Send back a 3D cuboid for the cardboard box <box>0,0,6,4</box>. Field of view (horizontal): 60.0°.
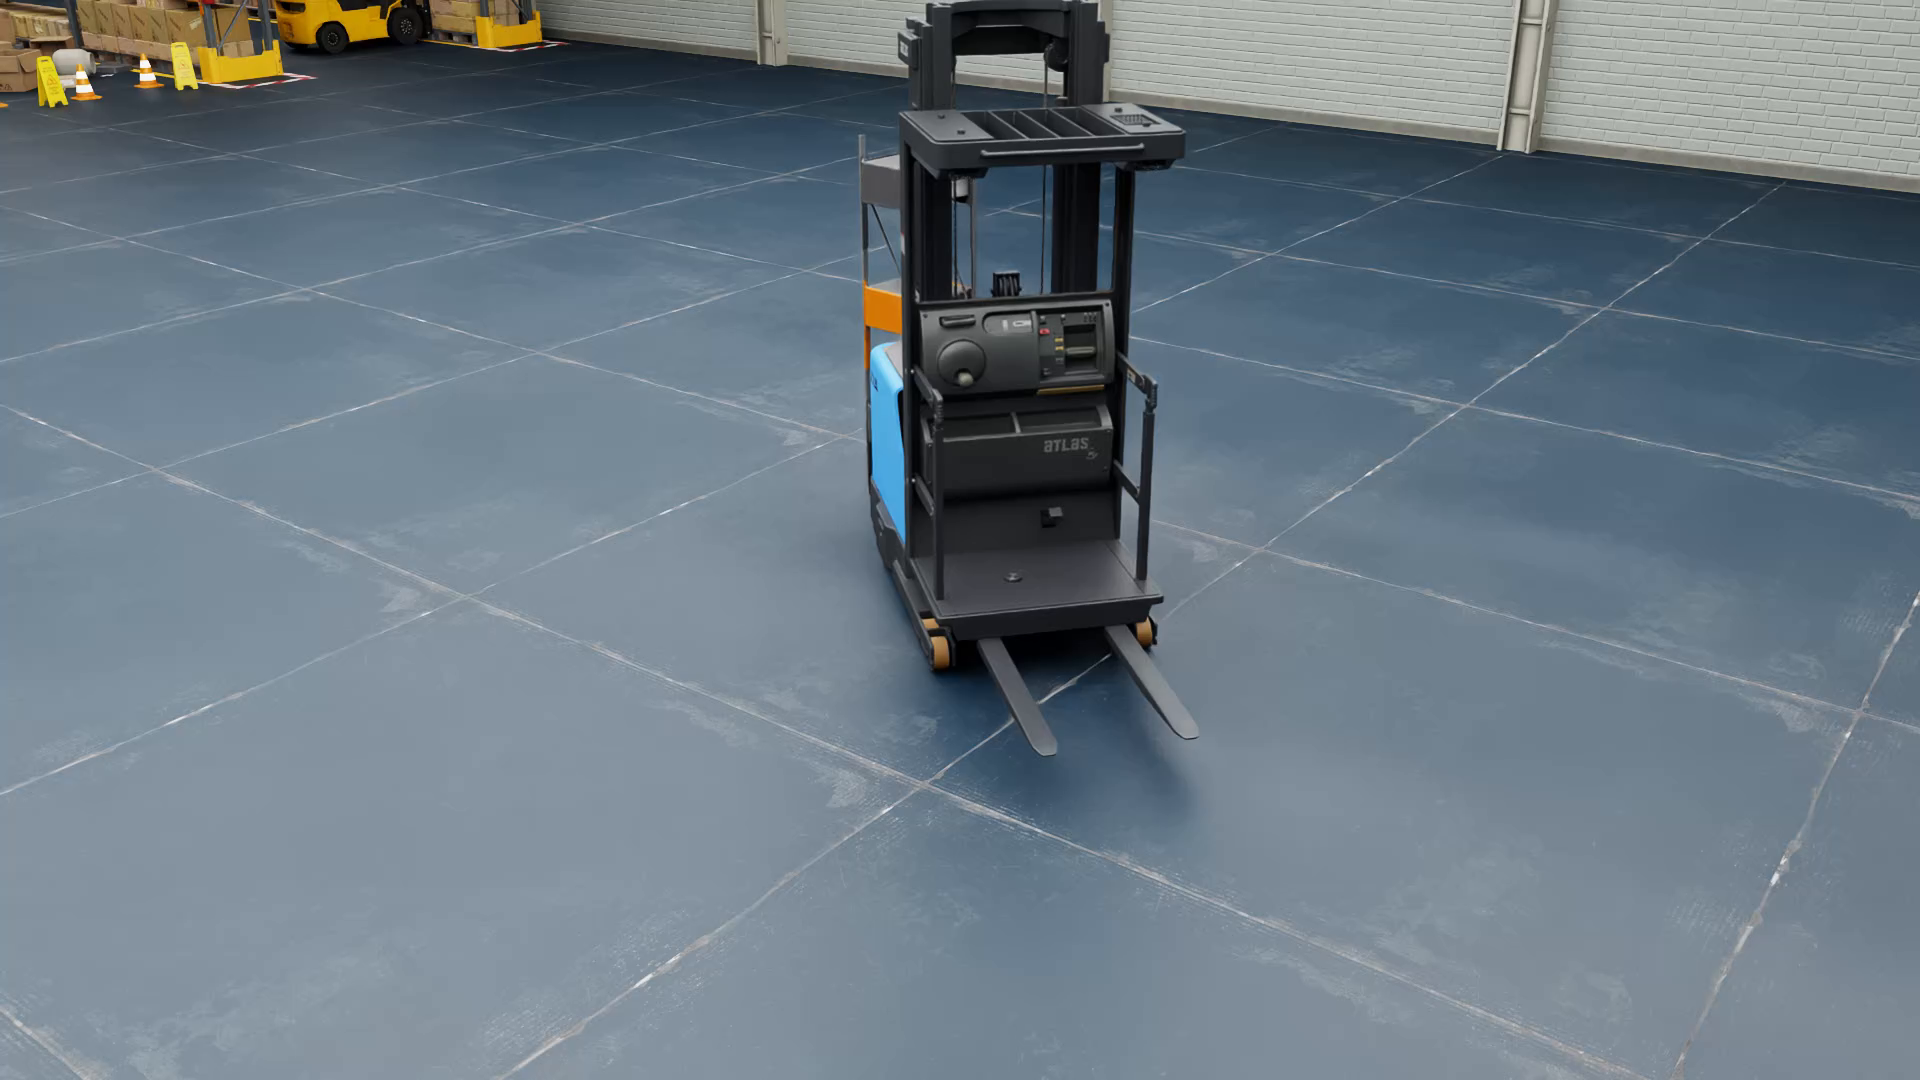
[{"bbox_3d":[-17.629,-9.661,29.572,0.875,0.875,0.875,17,29,33],"label":"cardboard box"}]

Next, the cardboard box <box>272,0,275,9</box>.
[{"bbox_3d":[-12.594,-10.482,31.744,0.625,0.625,0.875,15,28,31],"label":"cardboard box"}]

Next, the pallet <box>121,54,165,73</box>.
[{"bbox_3d":[-12.386,-7.558,26.143,1.213,0.211,1.003,17,29,33],"label":"pallet"}]

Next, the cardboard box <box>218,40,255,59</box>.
[{"bbox_3d":[-11.204,-7.531,25.512,0.500,0.250,0.500,17,29,33],"label":"cardboard box"}]

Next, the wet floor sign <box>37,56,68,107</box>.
[{"bbox_3d":[-12.401,-6.246,22.626,0.232,0.644,0.267,12,26,24],"label":"wet floor sign"}]

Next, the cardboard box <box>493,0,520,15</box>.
[{"bbox_3d":[-8.002,-9.259,28.813,0.500,0.250,0.500,17,29,34],"label":"cardboard box"}]

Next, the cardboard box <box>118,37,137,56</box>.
[{"bbox_3d":[-12.755,-7.732,25.967,0.500,0.250,0.500,16,29,33],"label":"cardboard box"}]

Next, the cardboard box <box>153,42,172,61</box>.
[{"bbox_3d":[-11.942,-7.483,25.404,0.500,0.250,0.500,17,29,33],"label":"cardboard box"}]

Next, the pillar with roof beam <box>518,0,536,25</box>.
[{"bbox_3d":[-10.349,-11.731,24.714,0.400,9.000,9.100,17,29,33],"label":"pillar with roof beam"}]

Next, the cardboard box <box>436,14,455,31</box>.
[{"bbox_3d":[-8.708,-8.984,28.810,0.500,0.250,0.500,17,29,33],"label":"cardboard box"}]

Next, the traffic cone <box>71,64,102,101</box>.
[{"bbox_3d":[-12.236,-6.400,23.201,0.334,0.463,0.336,17,29,33],"label":"traffic cone"}]

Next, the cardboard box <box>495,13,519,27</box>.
[{"bbox_3d":[-8.026,-9.031,28.916,0.500,0.250,0.500,17,29,34],"label":"cardboard box"}]

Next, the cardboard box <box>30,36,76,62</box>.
[{"bbox_3d":[-13.884,-7.439,25.512,0.500,0.500,0.500,-5,24,-12],"label":"cardboard box"}]

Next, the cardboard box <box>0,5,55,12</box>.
[{"bbox_3d":[-16.084,-8.922,28.517,0.625,0.372,0.950,16,28,32],"label":"cardboard box"}]

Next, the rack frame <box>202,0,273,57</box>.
[{"bbox_3d":[-10.724,-8.313,24.397,0.127,3.000,1.000,17,29,33],"label":"rack frame"}]

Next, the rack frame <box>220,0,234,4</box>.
[{"bbox_3d":[-14.152,-11.850,32.425,0.127,3.000,1.000,17,29,33],"label":"rack frame"}]

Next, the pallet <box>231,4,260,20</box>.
[{"bbox_3d":[-13.516,-10.362,32.506,1.213,0.211,1.003,17,29,33],"label":"pallet"}]

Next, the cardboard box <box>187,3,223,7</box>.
[{"bbox_3d":[-11.644,-8.005,25.657,0.500,0.500,0.500,16,28,31],"label":"cardboard box"}]

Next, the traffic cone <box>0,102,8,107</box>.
[{"bbox_3d":[-13.185,-6.117,22.560,0.334,0.463,0.336,17,29,33],"label":"traffic cone"}]

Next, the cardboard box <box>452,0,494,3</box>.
[{"bbox_3d":[-8.306,-9.318,28.326,0.500,0.250,0.500,18,29,35],"label":"cardboard box"}]

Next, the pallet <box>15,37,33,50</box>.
[{"bbox_3d":[-15.529,-8.487,28.250,1.213,0.211,1.003,17,29,33],"label":"pallet"}]

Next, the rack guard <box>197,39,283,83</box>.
[{"bbox_3d":[-10.785,-7.188,24.943,0.348,0.500,1.175,17,29,33],"label":"rack guard"}]

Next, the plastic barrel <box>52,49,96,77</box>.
[{"bbox_3d":[-13.285,-7.145,24.942,0.512,0.421,0.421,-5,24,-12],"label":"plastic barrel"}]

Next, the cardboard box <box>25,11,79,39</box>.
[{"bbox_3d":[-14.923,-8.569,27.716,0.625,0.372,0.950,19,30,36],"label":"cardboard box"}]

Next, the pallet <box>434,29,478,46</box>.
[{"bbox_3d":[-8.387,-8.811,28.985,1.213,0.211,1.003,17,29,33],"label":"pallet"}]

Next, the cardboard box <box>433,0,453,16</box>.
[{"bbox_3d":[-8.722,-9.220,28.724,0.500,0.250,0.500,16,29,33],"label":"cardboard box"}]

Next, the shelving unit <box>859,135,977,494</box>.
[{"bbox_3d":[-0.230,-1.228,9.434,0.503,2.100,0.431,20,31,38],"label":"shelving unit"}]

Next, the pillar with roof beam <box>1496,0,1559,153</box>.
[{"bbox_3d":[4.055,-7.378,14.835,0.400,9.000,9.100,17,29,33],"label":"pillar with roof beam"}]

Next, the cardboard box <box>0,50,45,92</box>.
[{"bbox_3d":[-13.648,-6.779,24.011,0.637,0.503,0.797,-1,24,-3],"label":"cardboard box"}]

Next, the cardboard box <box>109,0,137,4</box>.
[{"bbox_3d":[-12.921,-8.387,25.720,0.250,0.149,0.380,19,30,36],"label":"cardboard box"}]

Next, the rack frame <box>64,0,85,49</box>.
[{"bbox_3d":[-13.925,-9.280,26.593,0.127,3.000,1.000,17,29,33],"label":"rack frame"}]

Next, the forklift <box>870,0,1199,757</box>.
[{"bbox_3d":[0.324,-0.890,7.635,1.130,2.935,3.031,-5,24,-12],"label":"forklift"}]

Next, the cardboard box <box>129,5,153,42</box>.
[{"bbox_3d":[-12.341,-7.949,25.531,0.500,0.500,0.500,16,28,32],"label":"cardboard box"}]

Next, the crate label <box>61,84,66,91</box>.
[{"bbox_3d":[-12.902,-6.421,23.652,0.298,0.136,0.250,3,24,6],"label":"crate label"}]

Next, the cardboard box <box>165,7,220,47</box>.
[{"bbox_3d":[-11.522,-7.700,24.964,0.500,0.500,0.500,17,29,34],"label":"cardboard box"}]

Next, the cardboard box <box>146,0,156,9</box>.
[{"bbox_3d":[-12.055,-8.125,25.126,0.250,0.149,0.380,17,29,34],"label":"cardboard box"}]

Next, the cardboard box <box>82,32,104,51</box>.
[{"bbox_3d":[-13.615,-7.984,26.541,0.500,0.250,0.500,15,28,31],"label":"cardboard box"}]

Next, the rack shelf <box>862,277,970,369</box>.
[{"bbox_3d":[-0.230,-1.216,9.439,0.480,0.518,0.431,20,31,38],"label":"rack shelf"}]

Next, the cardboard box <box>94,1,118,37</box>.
[{"bbox_3d":[-13.179,-8.202,26.104,0.500,0.500,0.500,18,30,35],"label":"cardboard box"}]

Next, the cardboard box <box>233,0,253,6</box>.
[{"bbox_3d":[-13.661,-10.800,32.466,0.625,0.625,0.875,18,29,35],"label":"cardboard box"}]

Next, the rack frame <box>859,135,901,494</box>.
[{"bbox_3d":[-0.412,-1.294,9.582,0.015,2.100,0.400,20,31,38],"label":"rack frame"}]

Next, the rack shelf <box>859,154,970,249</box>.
[{"bbox_3d":[-0.230,-1.856,9.157,0.480,0.518,0.431,20,31,38],"label":"rack shelf"}]

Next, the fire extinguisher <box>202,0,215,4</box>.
[{"bbox_3d":[-10.909,-8.101,24.013,0.183,0.674,0.296,17,29,33],"label":"fire extinguisher"}]
